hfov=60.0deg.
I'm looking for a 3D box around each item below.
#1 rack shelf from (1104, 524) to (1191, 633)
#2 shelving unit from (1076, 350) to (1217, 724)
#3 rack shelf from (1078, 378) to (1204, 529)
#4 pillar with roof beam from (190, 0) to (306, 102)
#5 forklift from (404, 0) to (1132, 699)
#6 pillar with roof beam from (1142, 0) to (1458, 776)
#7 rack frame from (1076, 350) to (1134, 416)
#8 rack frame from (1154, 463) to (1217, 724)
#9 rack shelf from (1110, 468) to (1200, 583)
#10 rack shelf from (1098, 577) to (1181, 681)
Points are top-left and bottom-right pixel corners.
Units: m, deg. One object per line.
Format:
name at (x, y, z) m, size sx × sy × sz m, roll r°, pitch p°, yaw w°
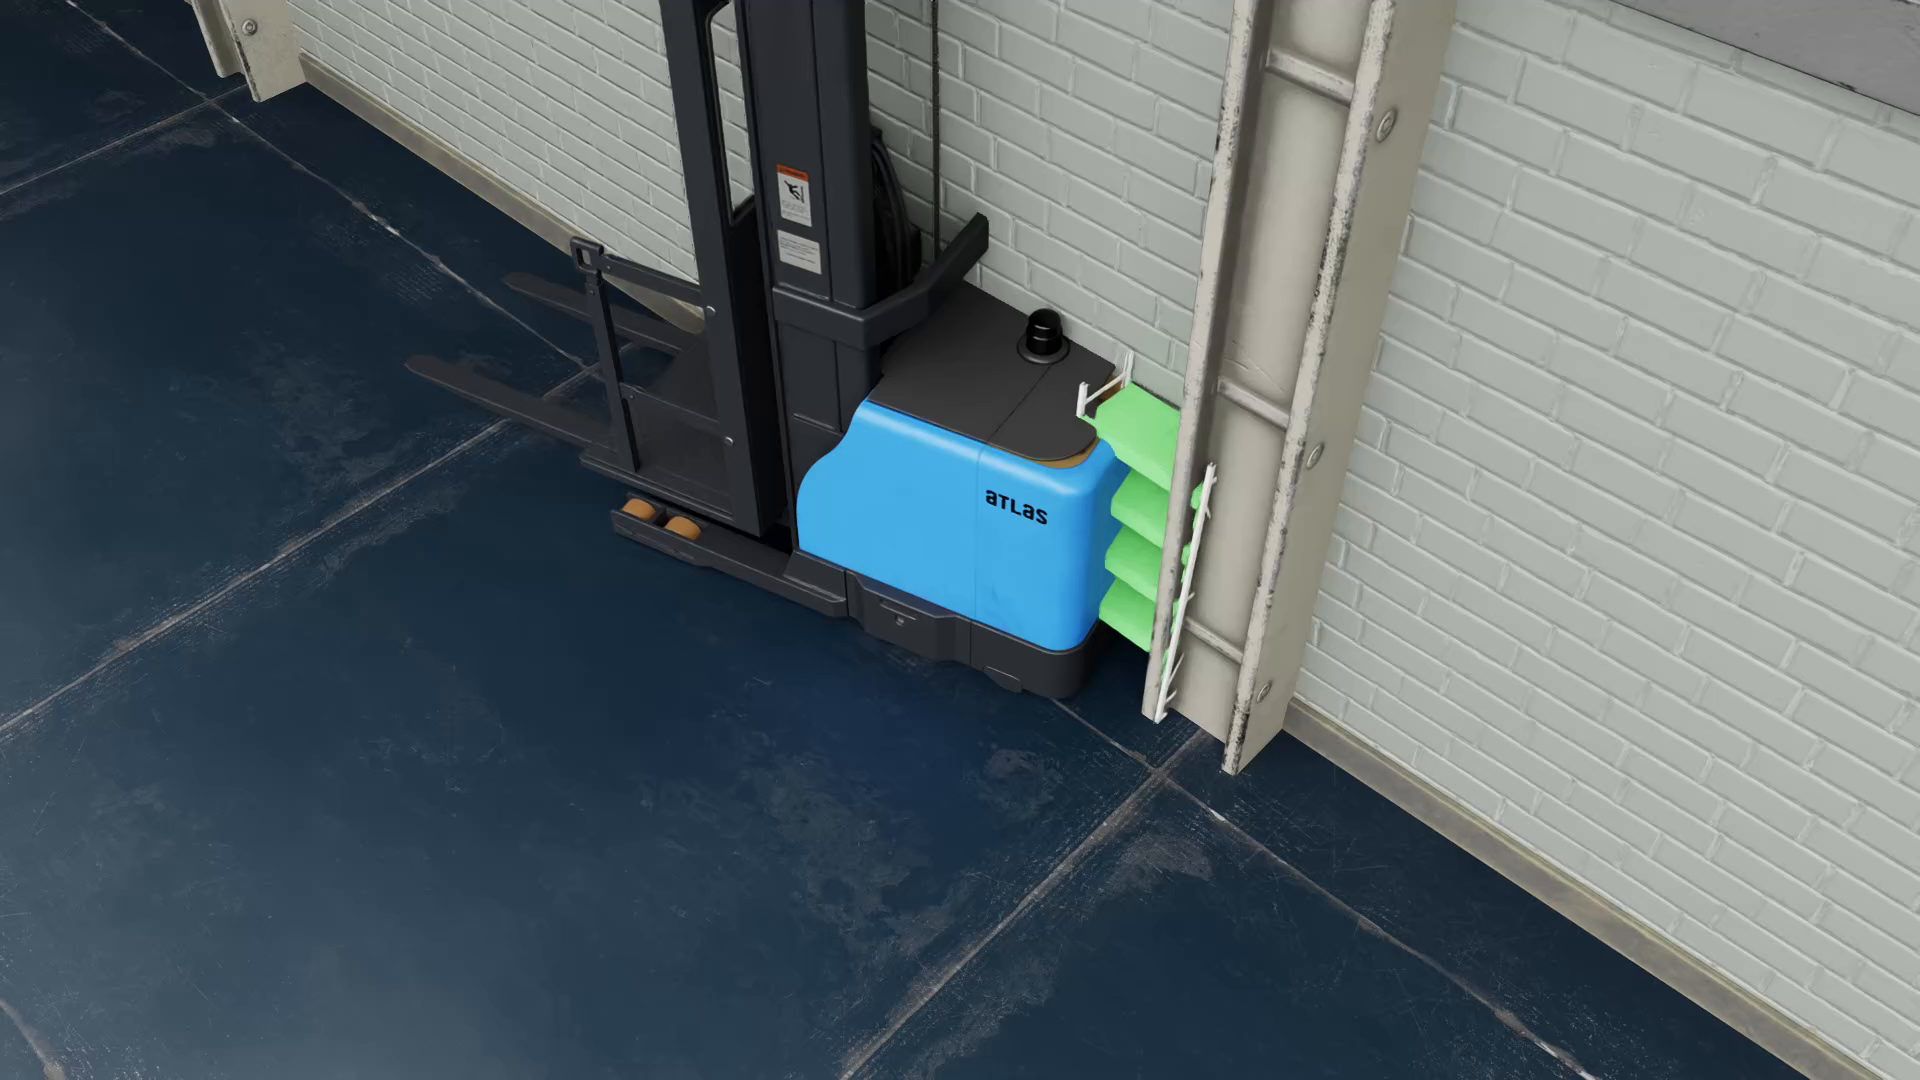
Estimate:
rack shelf at (0.596, 0.062, 5.440) m, size 0.480 × 0.148 × 0.258 m, roll 36°, pitch 54°, yaw 27°
shelving unit at (0.599, 0.018, 5.394) m, size 0.503 × 1.200 × 0.258 m, roll 36°, pitch 54°, yaw 27°
rack shelf at (0.617, -0.270, 5.094) m, size 0.480 × 0.148 × 0.258 m, roll 36°, pitch 54°, yaw 27°
pillar with roof beam at (-6.461, -3.136, 3.022) m, size 0.400 × 9.000 × 9.100 m, roll 34°, pitch 55°, yaw 28°
forklift at (-0.718, -1.244, 5.408) m, size 3.031 × 2.935 × 1.130 m, roll 21°, pitch 50°, yaw 19°
pillar with roof beam at (-2.052, -0.169, 0.236) m, size 0.400 × 9.000 × 9.100 m, roll 34°, pitch 55°, yaw 28°
rack frame at (0.423, -0.110, 5.506) m, size 0.015 × 1.200 × 0.240 m, roll 36°, pitch 54°, yaw 27°
rack frame at (0.775, 0.145, 5.283) m, size 0.015 × 1.200 × 0.240 m, roll 36°, pitch 54°, yaw 27°
rack shelf at (0.607, -0.104, 5.267) m, size 0.480 × 0.148 × 0.258 m, roll 36°, pitch 54°, yaw 27°
rack shelf at (0.586, 0.228, 5.613) m, size 0.480 × 0.148 × 0.258 m, roll 36°, pitch 54°, yaw 27°
